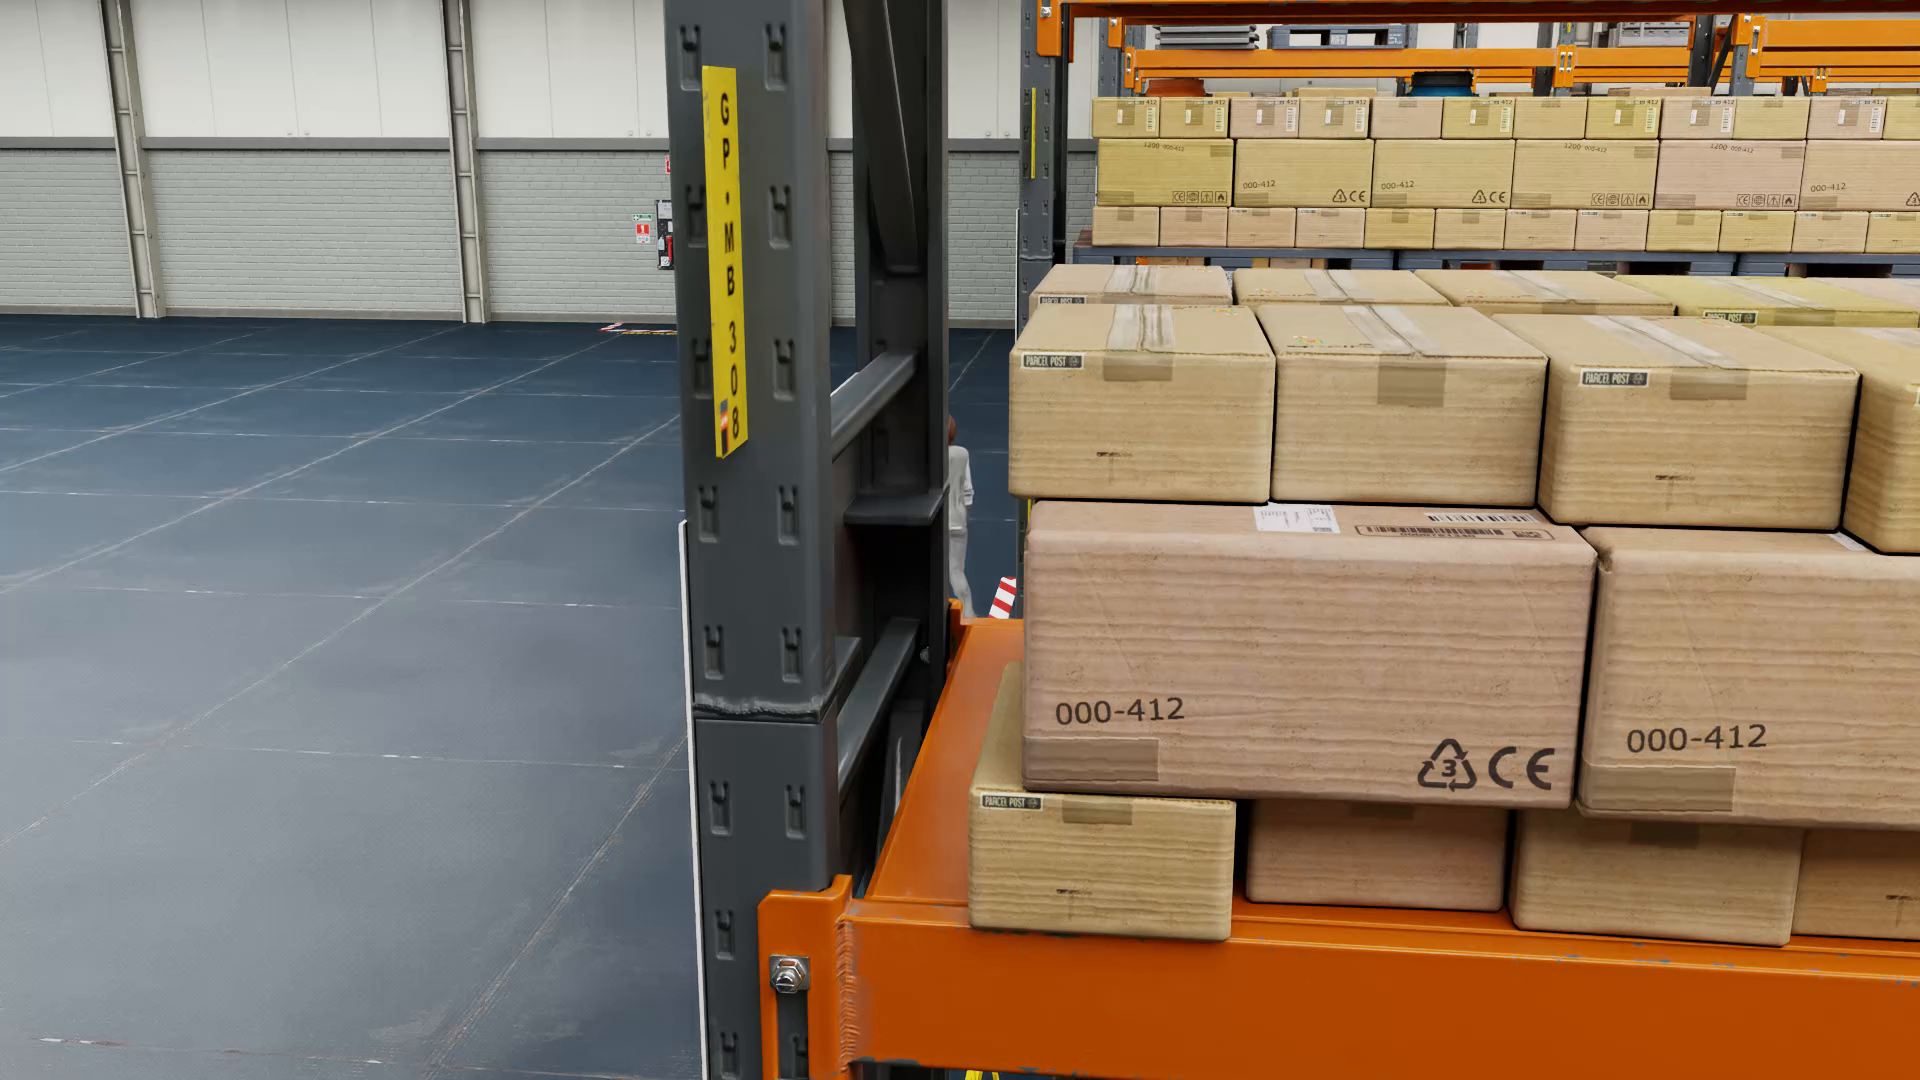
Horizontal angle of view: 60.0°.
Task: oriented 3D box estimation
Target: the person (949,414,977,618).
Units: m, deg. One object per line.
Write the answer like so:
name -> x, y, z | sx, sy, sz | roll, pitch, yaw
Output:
person -> -0.137, -0.112, 11.501 | 0.491, 1.517, 0.980 | -6, 16, -22
